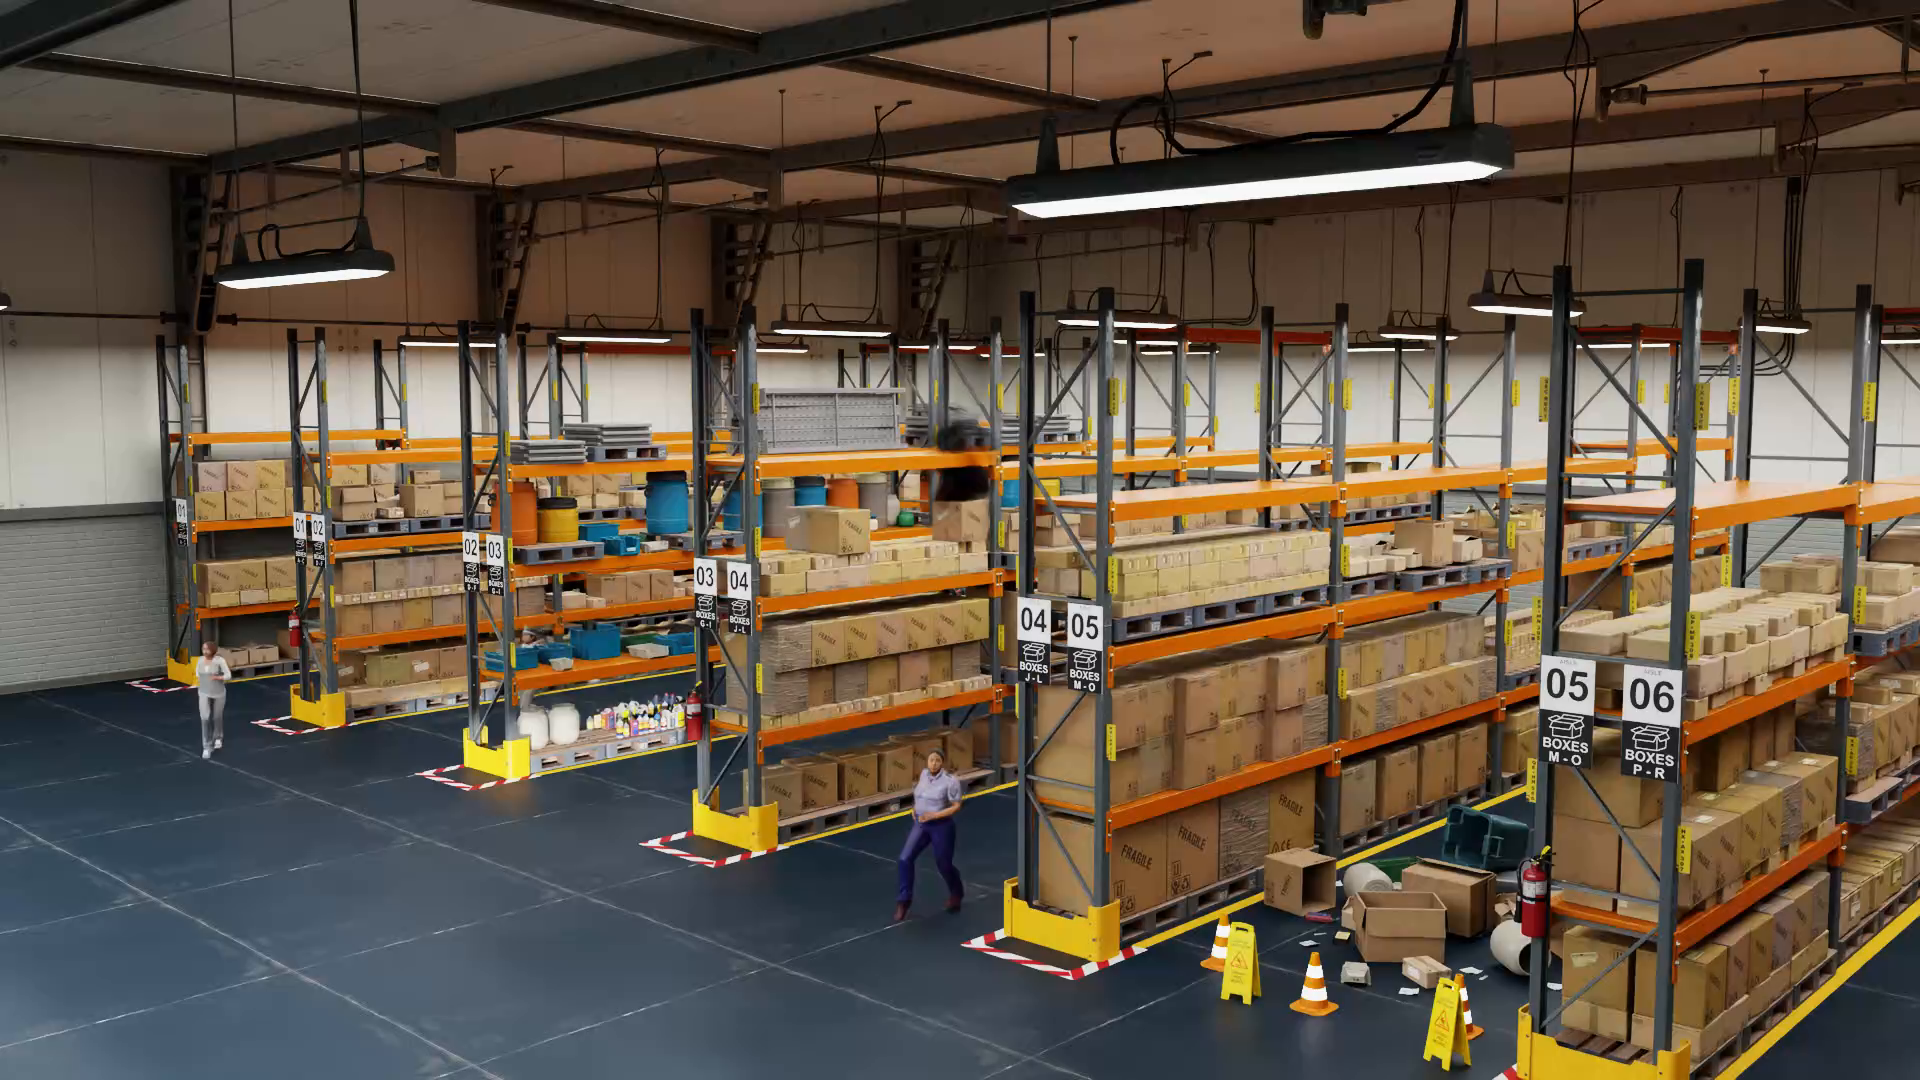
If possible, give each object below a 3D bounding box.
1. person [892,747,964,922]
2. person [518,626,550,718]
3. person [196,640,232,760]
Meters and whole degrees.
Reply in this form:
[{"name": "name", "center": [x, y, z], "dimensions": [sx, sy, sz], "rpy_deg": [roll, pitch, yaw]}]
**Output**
[{"name": "person", "center": [-0.246, 2.845, 16.157], "dimensions": [0.607, 1.688, 0.794], "rpy_deg": [3, 6, 33]}, {"name": "person", "center": [-6.221, 2.059, 24.208], "dimensions": [0.611, 1.670, 0.720], "rpy_deg": [4, 7, 34]}, {"name": "person", "center": [-10.385, 2.207, 23.143], "dimensions": [0.509, 1.650, 0.721], "rpy_deg": [-1, 6, -13]}]
